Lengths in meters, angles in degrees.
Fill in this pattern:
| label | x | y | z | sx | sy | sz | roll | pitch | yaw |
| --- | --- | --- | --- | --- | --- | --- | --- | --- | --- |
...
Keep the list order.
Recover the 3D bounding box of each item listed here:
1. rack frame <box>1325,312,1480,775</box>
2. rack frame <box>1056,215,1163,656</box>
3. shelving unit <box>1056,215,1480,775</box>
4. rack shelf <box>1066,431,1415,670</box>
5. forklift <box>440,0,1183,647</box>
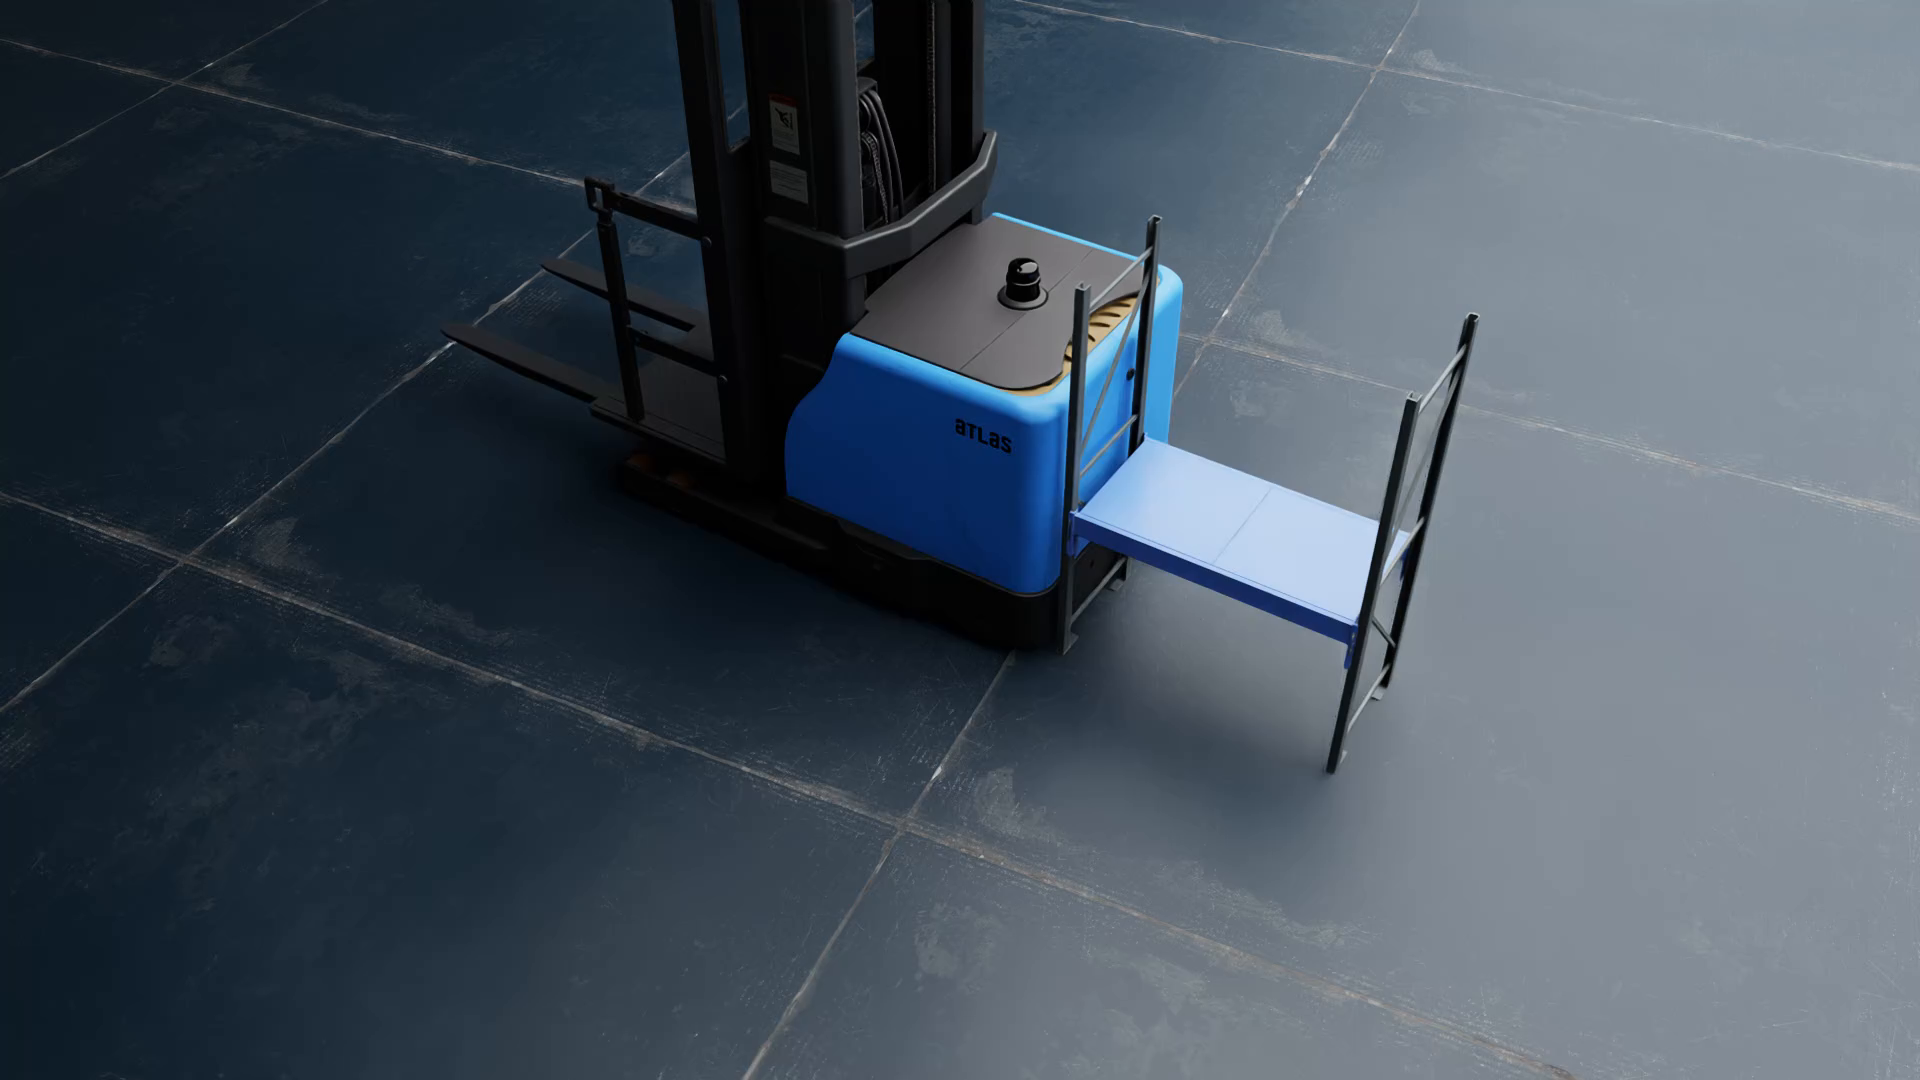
| label | x | y | z | sx | sy | sz | roll | pitch | yaw |
| --- | --- | --- | --- | --- | --- | --- | --- | --- | --- |
| rack frame | 1.340 | 0.055 | 5.090 | 0.032 | 1.500 | 0.500 | 23 | 46 | 24 |
| rack frame | 0.483 | -0.303 | 5.504 | 0.032 | 1.500 | 0.500 | 23 | 46 | 24 |
| shelving unit | 0.912 | -0.124 | 5.297 | 1.048 | 1.500 | 0.538 | 23 | 46 | 24 |
| rack shelf | 0.912 | 0.012 | 5.415 | 1.000 | 0.185 | 0.538 | 23 | 46 | 24 |
| forklift | -0.732 | -1.478 | 5.767 | 3.031 | 2.935 | 1.130 | 23 | 46 | 24 |
